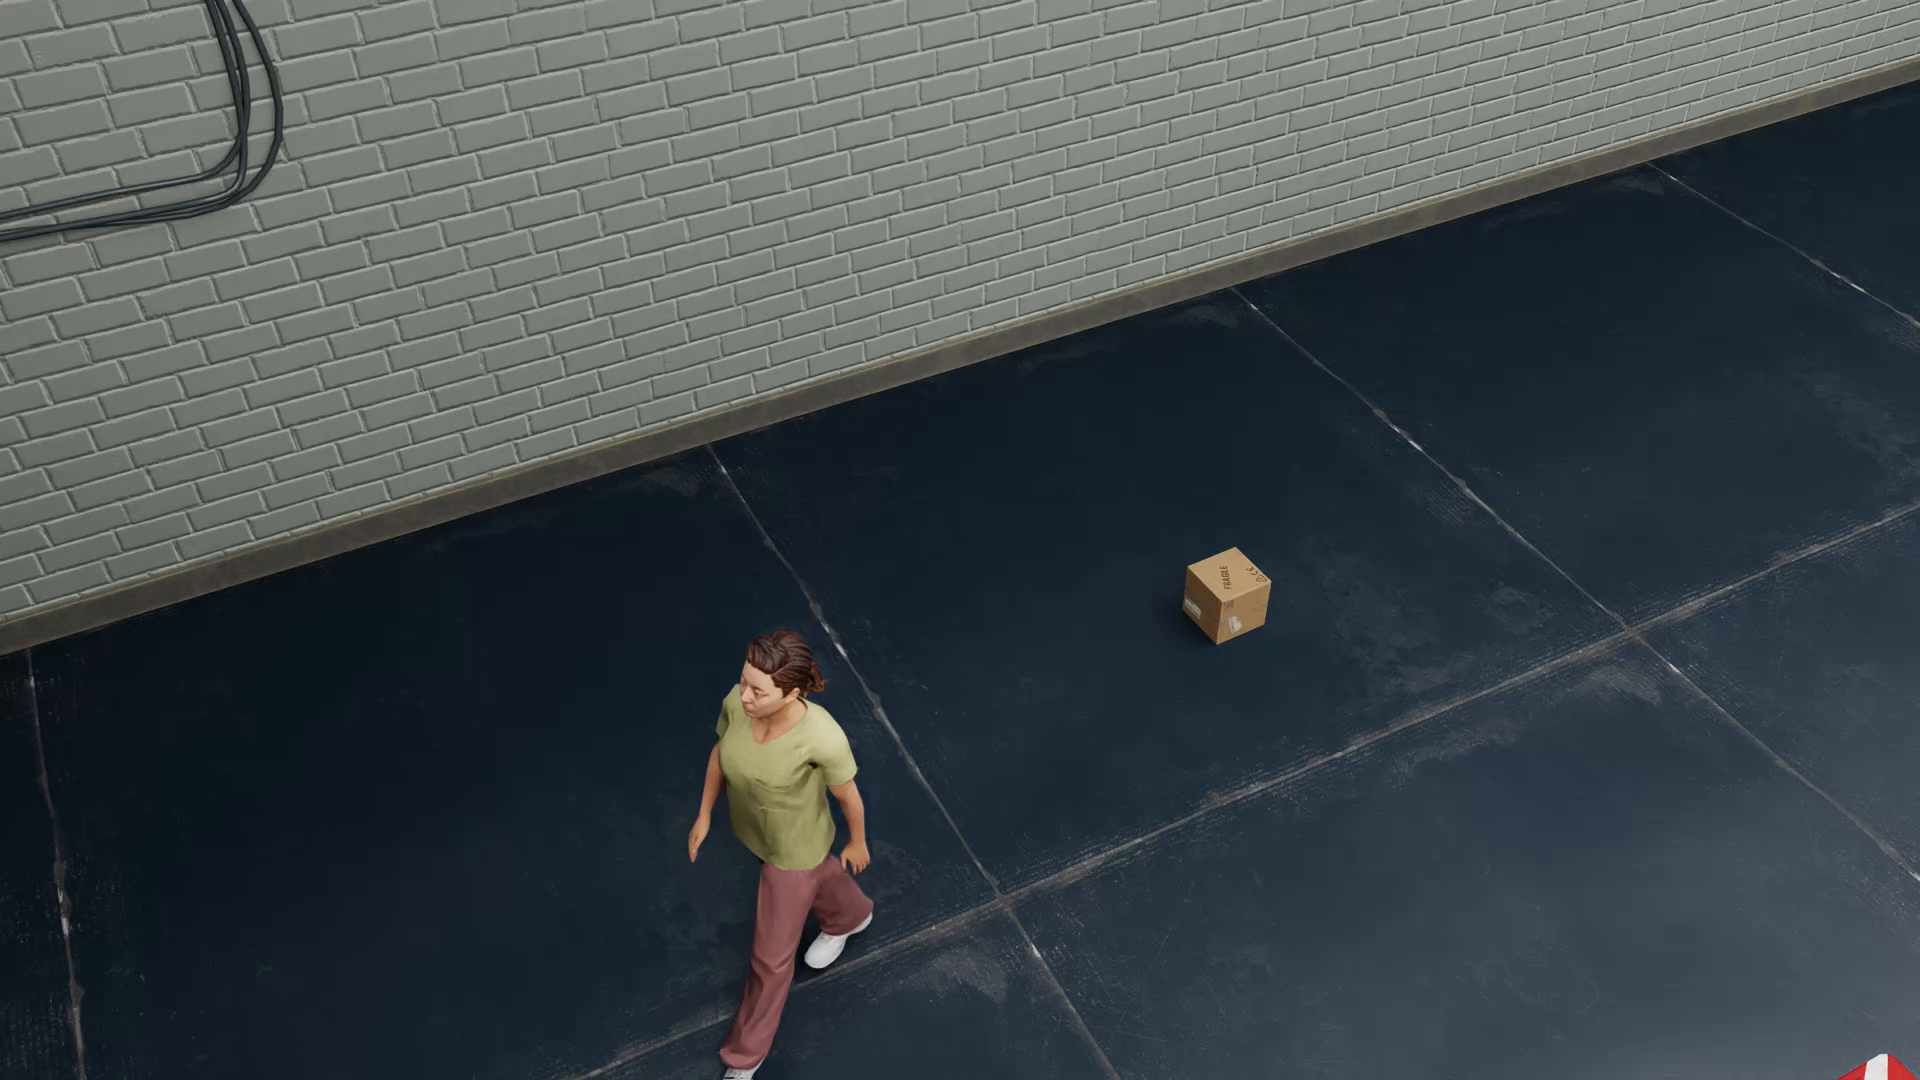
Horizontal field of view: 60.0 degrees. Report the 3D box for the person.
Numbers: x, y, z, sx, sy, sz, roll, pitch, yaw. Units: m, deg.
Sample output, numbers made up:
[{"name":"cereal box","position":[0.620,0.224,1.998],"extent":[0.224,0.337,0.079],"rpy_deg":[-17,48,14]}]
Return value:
[{"name":"person","position":[-0.610,0.944,5.076],"extent":[0.477,1.640,0.909],"rpy_deg":[29,49,29]}]
